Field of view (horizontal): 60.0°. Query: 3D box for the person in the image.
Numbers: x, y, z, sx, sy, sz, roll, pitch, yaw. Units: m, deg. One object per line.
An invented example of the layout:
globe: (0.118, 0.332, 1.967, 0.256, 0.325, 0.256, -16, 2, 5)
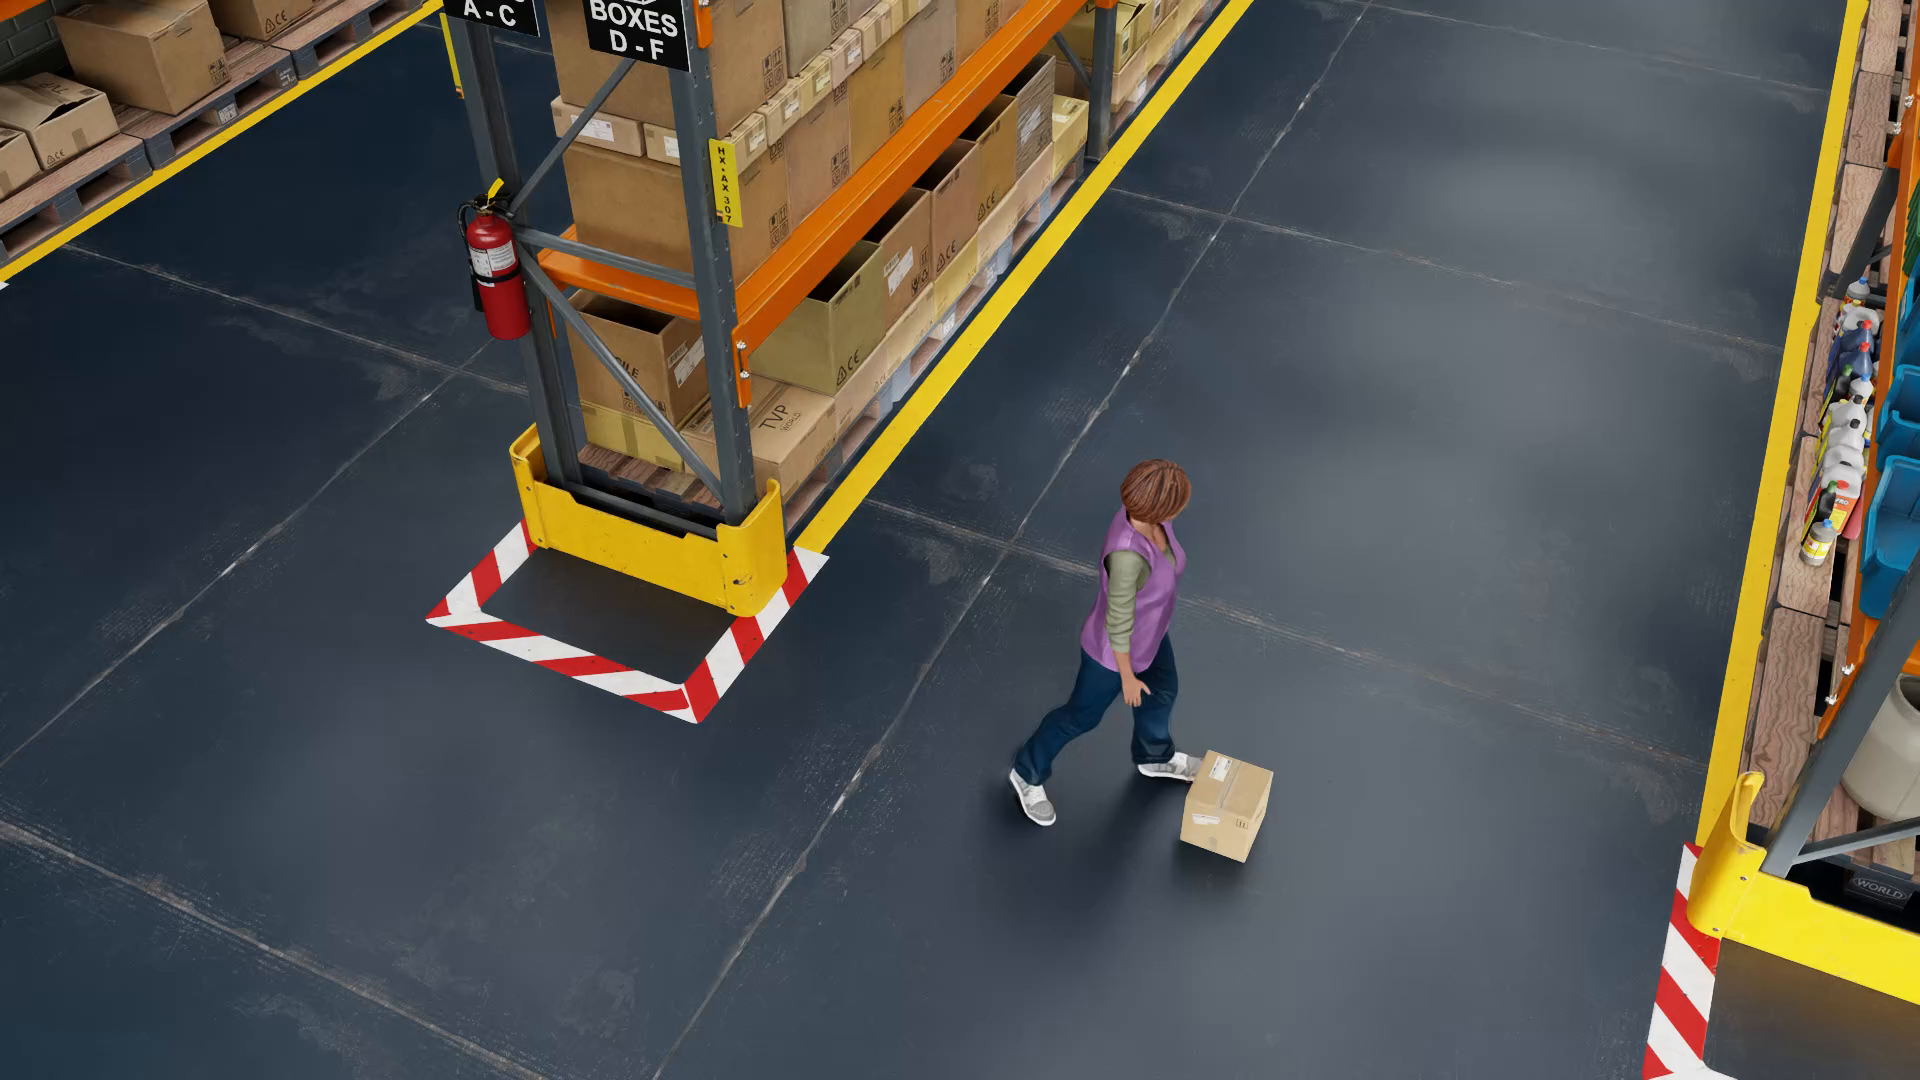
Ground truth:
person: (0.550, 0.384, 5.787, 0.681, 1.529, 0.528, 16, 45, 17)
